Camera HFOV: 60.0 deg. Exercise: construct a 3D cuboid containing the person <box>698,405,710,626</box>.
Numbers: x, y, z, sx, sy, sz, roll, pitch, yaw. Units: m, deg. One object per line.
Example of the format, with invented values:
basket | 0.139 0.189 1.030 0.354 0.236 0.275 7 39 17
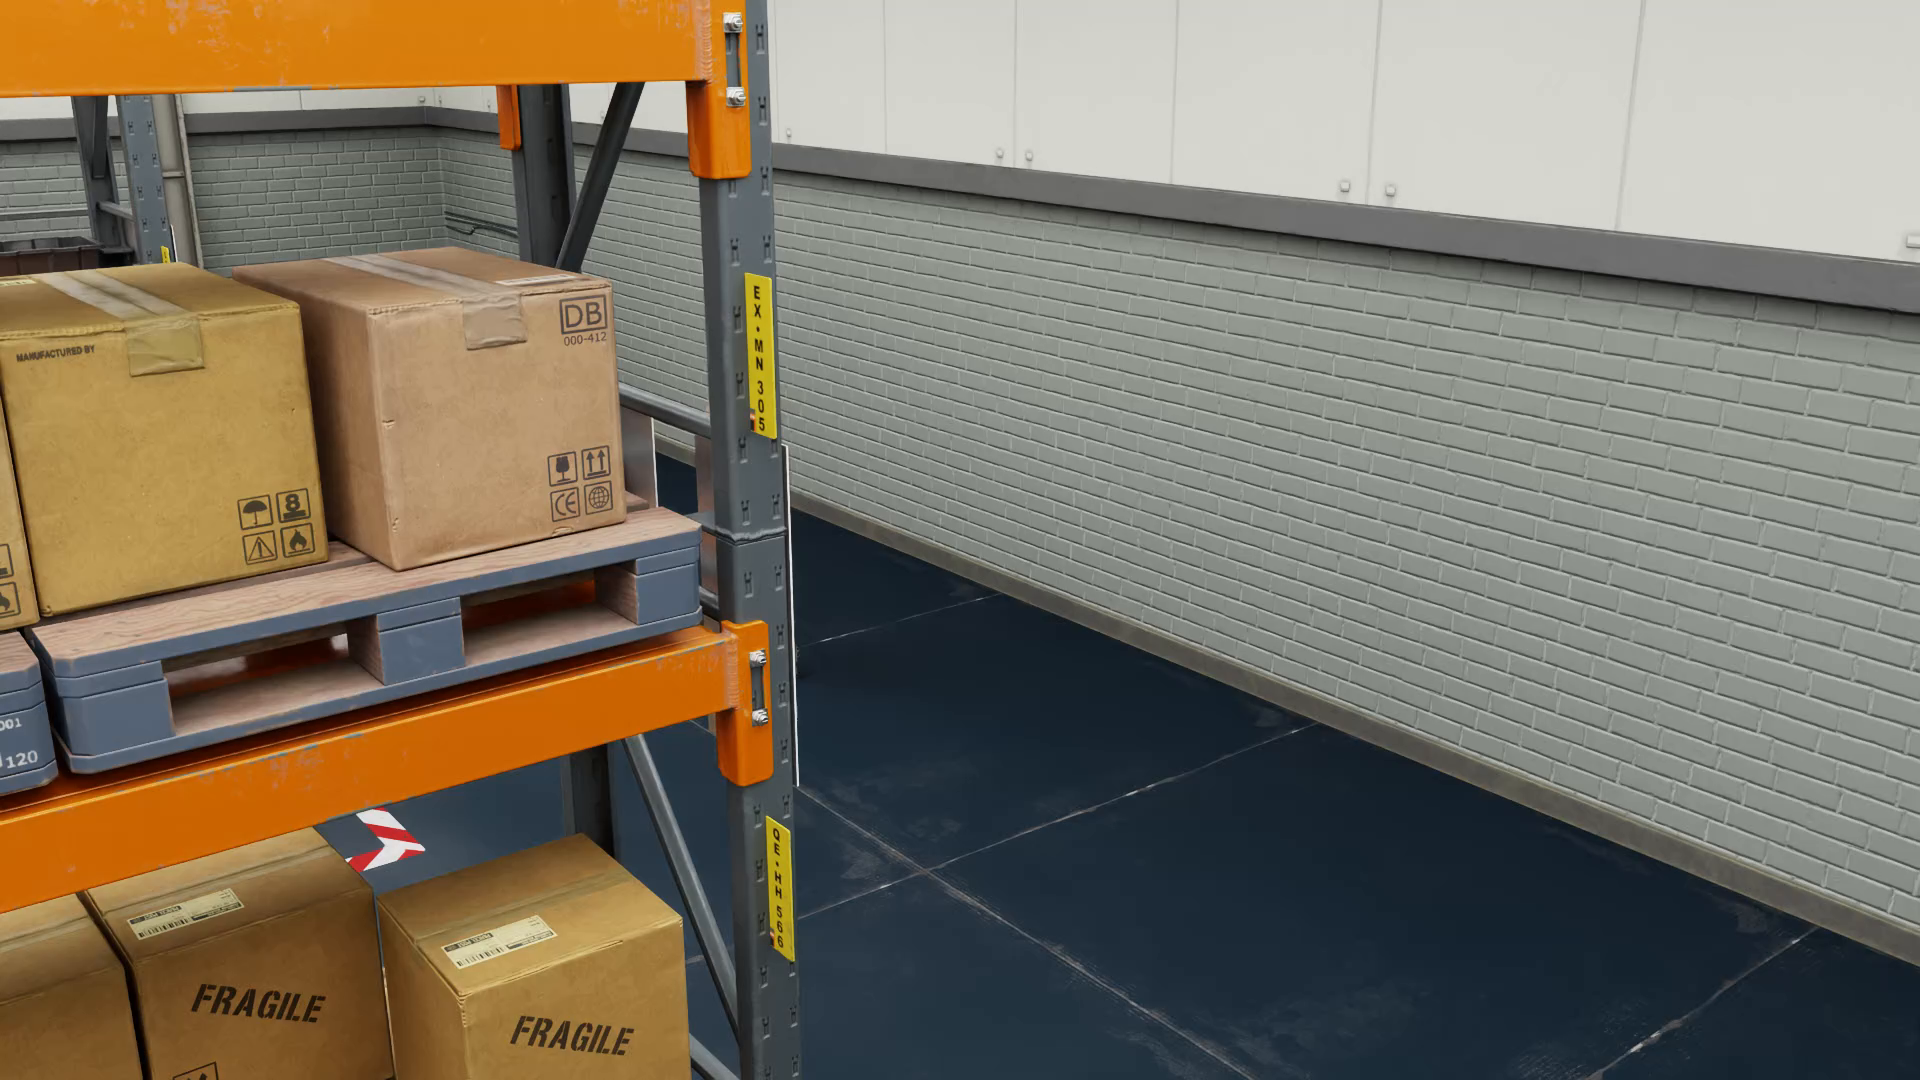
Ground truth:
person | -1.508 -0.036 10.639 0.586 1.777 0.691 -8 19 -24
